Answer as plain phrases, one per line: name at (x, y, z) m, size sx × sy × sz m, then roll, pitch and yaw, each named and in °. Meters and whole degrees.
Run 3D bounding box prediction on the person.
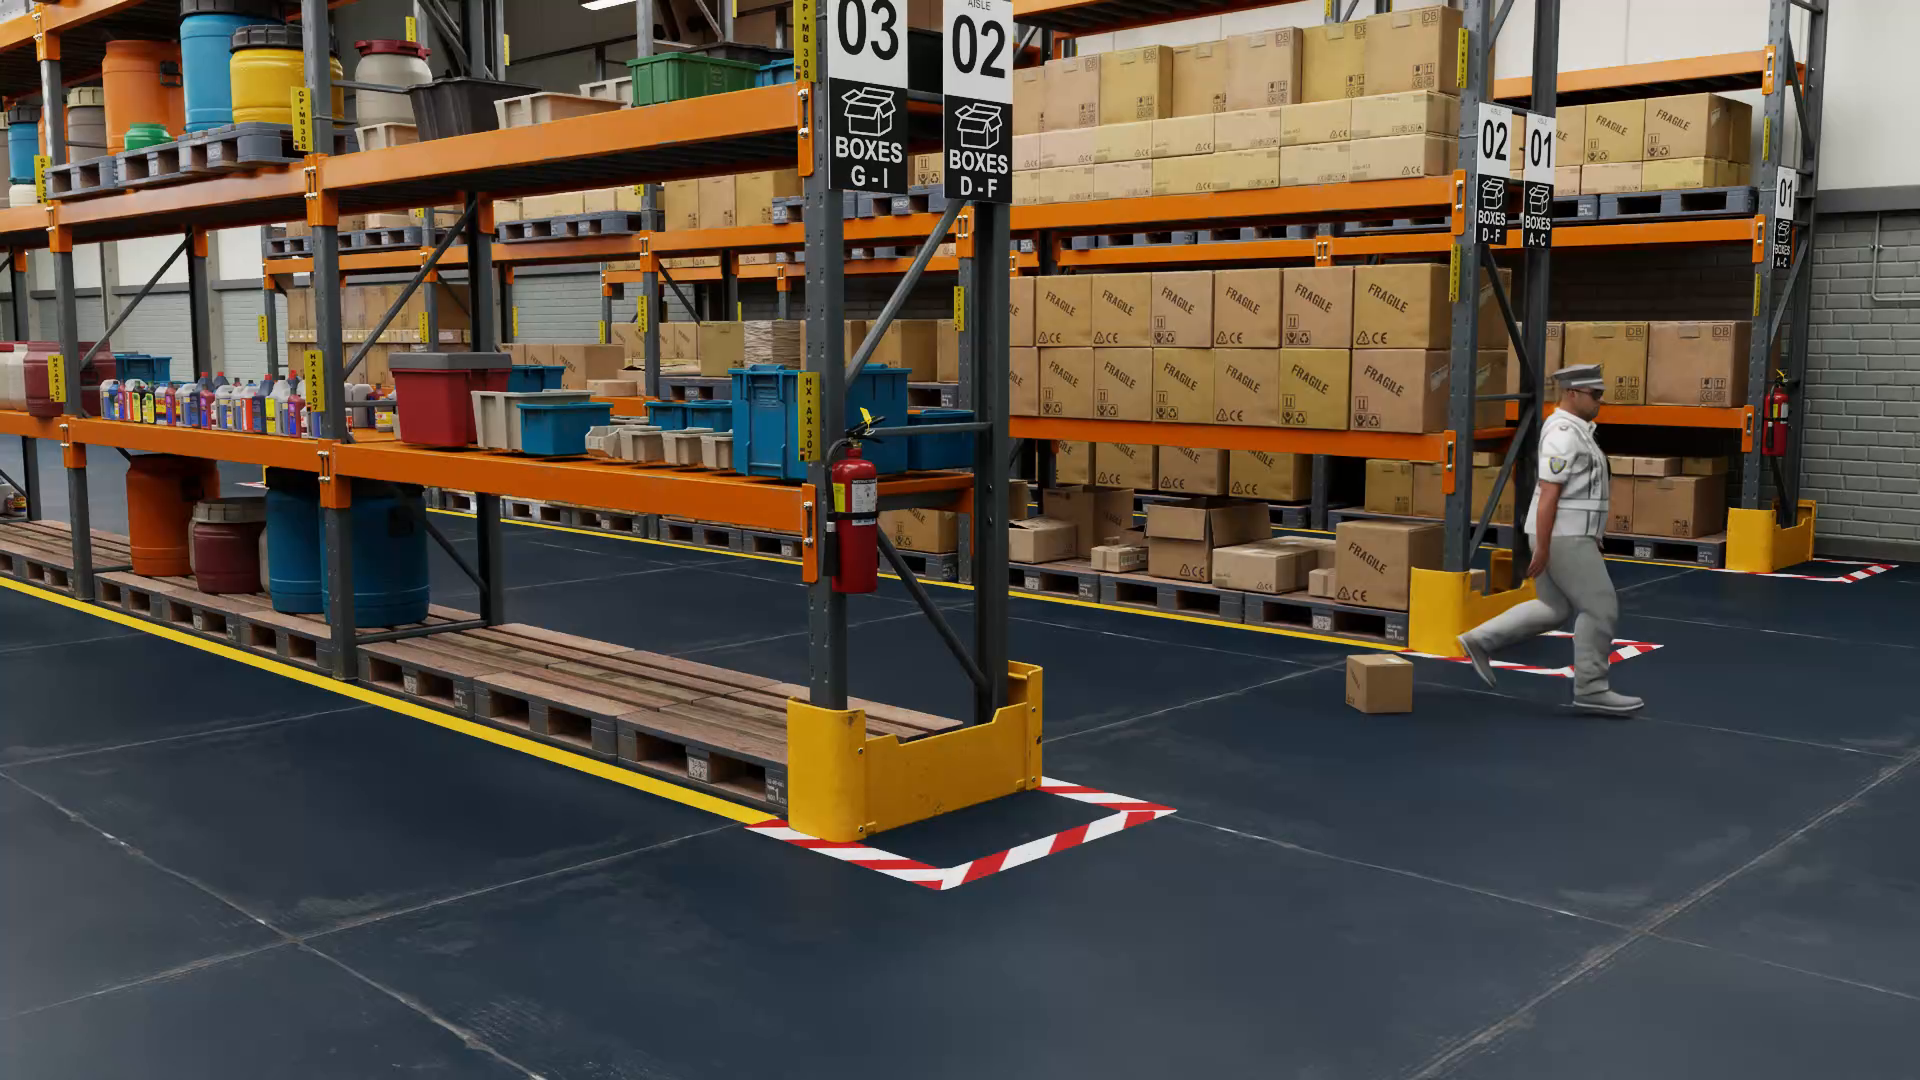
person at (2.990, -0.028, 8.341) m, size 0.885 × 1.708 × 0.538 m, roll 2°, pitch 7°, yaw 19°
